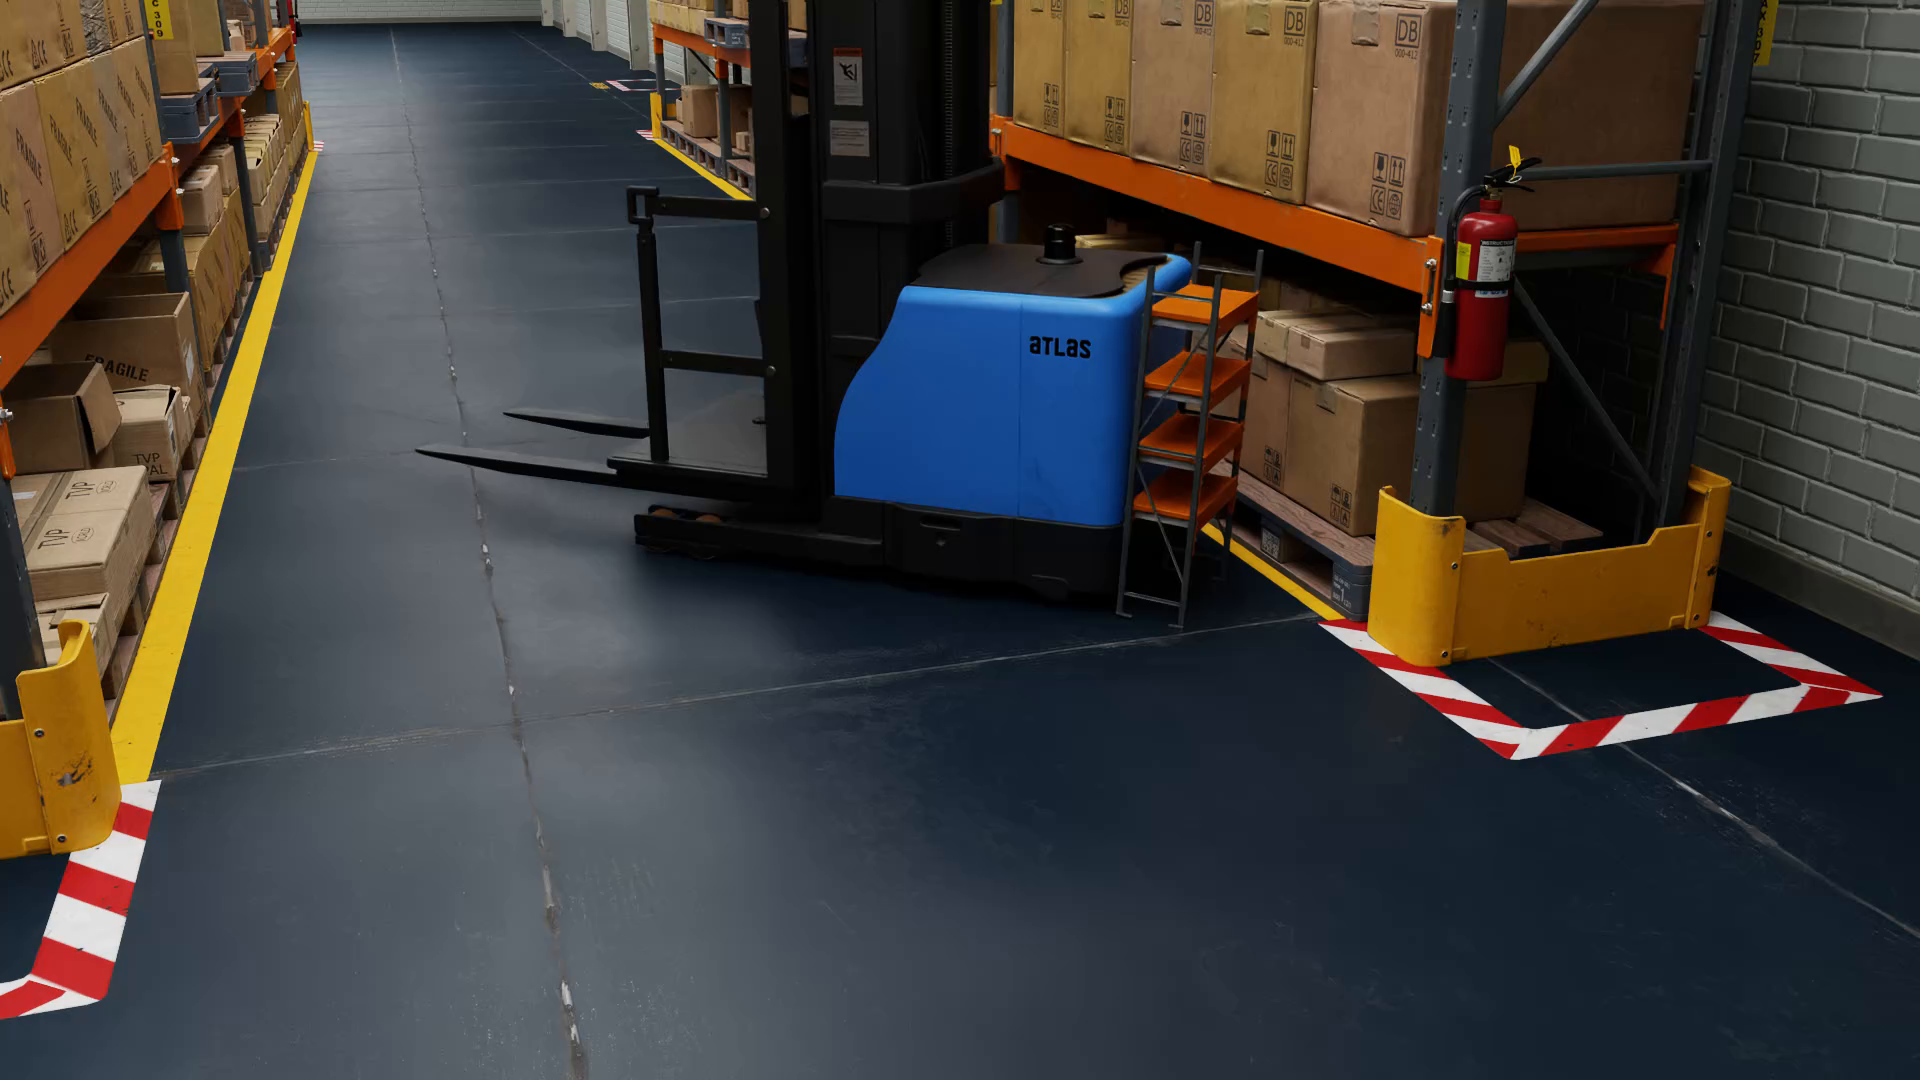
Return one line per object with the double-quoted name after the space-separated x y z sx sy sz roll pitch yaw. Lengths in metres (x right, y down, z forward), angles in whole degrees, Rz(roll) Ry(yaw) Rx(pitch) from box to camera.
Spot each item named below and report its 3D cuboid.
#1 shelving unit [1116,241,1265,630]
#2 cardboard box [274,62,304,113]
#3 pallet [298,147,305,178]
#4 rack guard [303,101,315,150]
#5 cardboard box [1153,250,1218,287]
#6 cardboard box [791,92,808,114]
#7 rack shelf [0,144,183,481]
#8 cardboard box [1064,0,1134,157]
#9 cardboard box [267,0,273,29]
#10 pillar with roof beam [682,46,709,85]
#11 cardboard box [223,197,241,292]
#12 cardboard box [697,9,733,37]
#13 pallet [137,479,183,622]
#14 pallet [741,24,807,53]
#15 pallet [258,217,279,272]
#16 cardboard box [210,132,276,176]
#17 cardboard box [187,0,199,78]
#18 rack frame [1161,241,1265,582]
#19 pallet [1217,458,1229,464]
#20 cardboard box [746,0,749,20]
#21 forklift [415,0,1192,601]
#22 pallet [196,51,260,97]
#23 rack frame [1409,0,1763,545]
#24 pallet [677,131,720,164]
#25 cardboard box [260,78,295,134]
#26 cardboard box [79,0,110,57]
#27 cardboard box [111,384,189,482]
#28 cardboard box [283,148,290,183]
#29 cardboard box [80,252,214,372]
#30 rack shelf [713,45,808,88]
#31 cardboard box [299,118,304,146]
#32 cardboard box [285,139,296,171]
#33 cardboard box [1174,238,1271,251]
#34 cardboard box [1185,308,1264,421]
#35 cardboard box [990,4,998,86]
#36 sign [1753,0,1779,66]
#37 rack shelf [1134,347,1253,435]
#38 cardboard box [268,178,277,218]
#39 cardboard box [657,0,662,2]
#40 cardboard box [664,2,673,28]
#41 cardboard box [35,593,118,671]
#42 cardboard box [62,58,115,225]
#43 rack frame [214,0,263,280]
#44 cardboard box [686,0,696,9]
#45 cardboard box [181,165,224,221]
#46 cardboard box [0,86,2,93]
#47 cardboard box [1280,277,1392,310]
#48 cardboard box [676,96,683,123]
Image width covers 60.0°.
0.776 -0.358 5.617 0.258 1.200 0.503 12 23 22 "shelving unit"
-7.338 -4.849 17.815 0.500 0.500 0.500 -6 21 -17 "cardboard box"
-7.129 -3.788 16.651 1.003 0.211 1.213 -6 21 -17 "pallet"
-7.797 -4.564 18.383 1.175 0.500 0.348 -6 21 -17 "rack guard"
0.920 -1.188 7.404 0.380 0.149 0.250 -7 21 -19 "cardboard box"
-1.135 -3.656 14.095 0.500 0.250 0.500 -6 21 -17 "cardboard box"
-3.389 -0.901 5.553 1.077 0.370 4.000 -6 21 -17 "rack shelf"
1.063 -2.140 7.492 0.980 0.700 0.700 -7 21 -19 "cardboard box"
-7.655 -5.628 17.501 0.700 0.500 0.500 -6 21 -17 "cardboard box"
-8.019 -10.419 22.111 9.100 9.000 0.400 -6 21 -17 "pillar with roof beam"
-4.596 -1.755 9.911 0.500 0.500 0.500 -7 21 -19 "cardboard box"
-2.267 -5.035 16.189 0.500 0.250 0.500 -6 21 -17 "cardboard box"
-3.415 0.044 5.983 1.003 0.211 1.213 -6 21 -17 "pallet"
-1.234 -4.233 14.049 1.003 0.211 1.213 -6 21 -17 "pallet"
-5.496 -2.121 12.010 1.003 0.211 1.213 -6 21 -17 "pallet"
-5.654 -3.029 13.028 0.500 0.311 0.500 -7 21 -18 "cardboard box"
-4.230 -2.516 8.215 0.700 0.500 0.500 -3 20 -9 "cardboard box"
0.879 -0.433 5.826 0.240 1.200 0.015 12 23 22 "rack frame"
1.236 -0.452 7.363 1.003 0.211 1.213 -6 21 -17 "pallet"
-1.534 -4.883 14.776 0.700 0.500 0.500 -4 20 -12 "cardboard box"
-0.692 -1.463 6.153 3.031 2.935 1.130 7 21 19 "forklift"
-4.995 -2.865 10.239 1.213 0.211 1.003 -6 21 -17 "pallet"
1.941 -1.126 5.113 1.000 3.000 0.127 -6 21 -17 "rack frame"
-2.462 -4.268 17.987 1.003 0.211 1.213 -6 21 -17 "pallet"
-6.545 -4.047 15.584 0.500 0.500 0.500 -6 21 -17 "cardboard box"
-3.291 -1.939 5.749 0.500 0.500 0.500 -6 21 -17 "cardboard box"
-3.333 -0.430 6.503 0.500 0.311 0.500 -6 21 -17 "cardboard box"
-6.126 -3.250 14.474 0.500 0.250 0.500 -7 21 -18 "cardboard box"
-3.938 -1.093 8.070 0.500 0.500 0.500 -7 21 -20 "cardboard box"
-1.202 -3.996 14.169 1.077 0.370 4.000 -6 21 -17 "rack shelf"
-7.013 -4.176 17.052 0.500 0.250 0.500 -6 21 -17 "cardboard box"
-6.390 -3.533 15.263 0.500 0.250 0.500 -6 21 -17 "cardboard box"
1.216 -1.299 7.713 0.380 0.149 0.250 -7 21 -19 "cardboard box"
1.310 -0.683 6.956 0.700 0.500 0.500 -7 21 -19 "cardboard box"
0.300 -2.727 8.954 0.500 0.500 0.500 -7 21 -18 "cardboard box"
2.470 -1.627 5.112 0.100 0.325 0.005 -6 21 -17 "sign"
0.784 -0.504 5.561 0.258 0.148 0.480 12 23 22 "rack shelf"
-5.488 -2.596 12.652 0.500 0.250 0.500 -7 21 -19 "cardboard box"
-3.077 -6.207 18.343 0.500 0.500 0.500 -6 21 -17 "cardboard box"
-2.905 -5.679 17.983 0.500 0.250 0.500 -7 21 -18 "cardboard box"
-2.644 0.277 4.748 0.380 0.166 0.250 -6 21 -17 "cardboard box"
-3.127 -1.302 5.457 0.500 0.500 0.500 -6 21 -16 "cardboard box"
-5.275 -3.165 10.792 1.000 3.000 0.127 -6 21 -17 "rack frame"
-2.435 -5.547 16.504 0.500 0.500 0.500 -7 21 -18 "cardboard box"
-4.411 -1.928 9.285 0.500 0.250 0.500 -7 21 -18 "cardboard box"
-2.649 -1.286 3.933 0.500 0.500 0.500 -6 21 -16 "cardboard box"
1.537 -0.972 6.801 0.380 0.149 0.250 -6 21 -16 "cardboard box"
-2.956 -4.970 19.143 0.500 0.311 0.500 -9 22 -23 "cardboard box"
